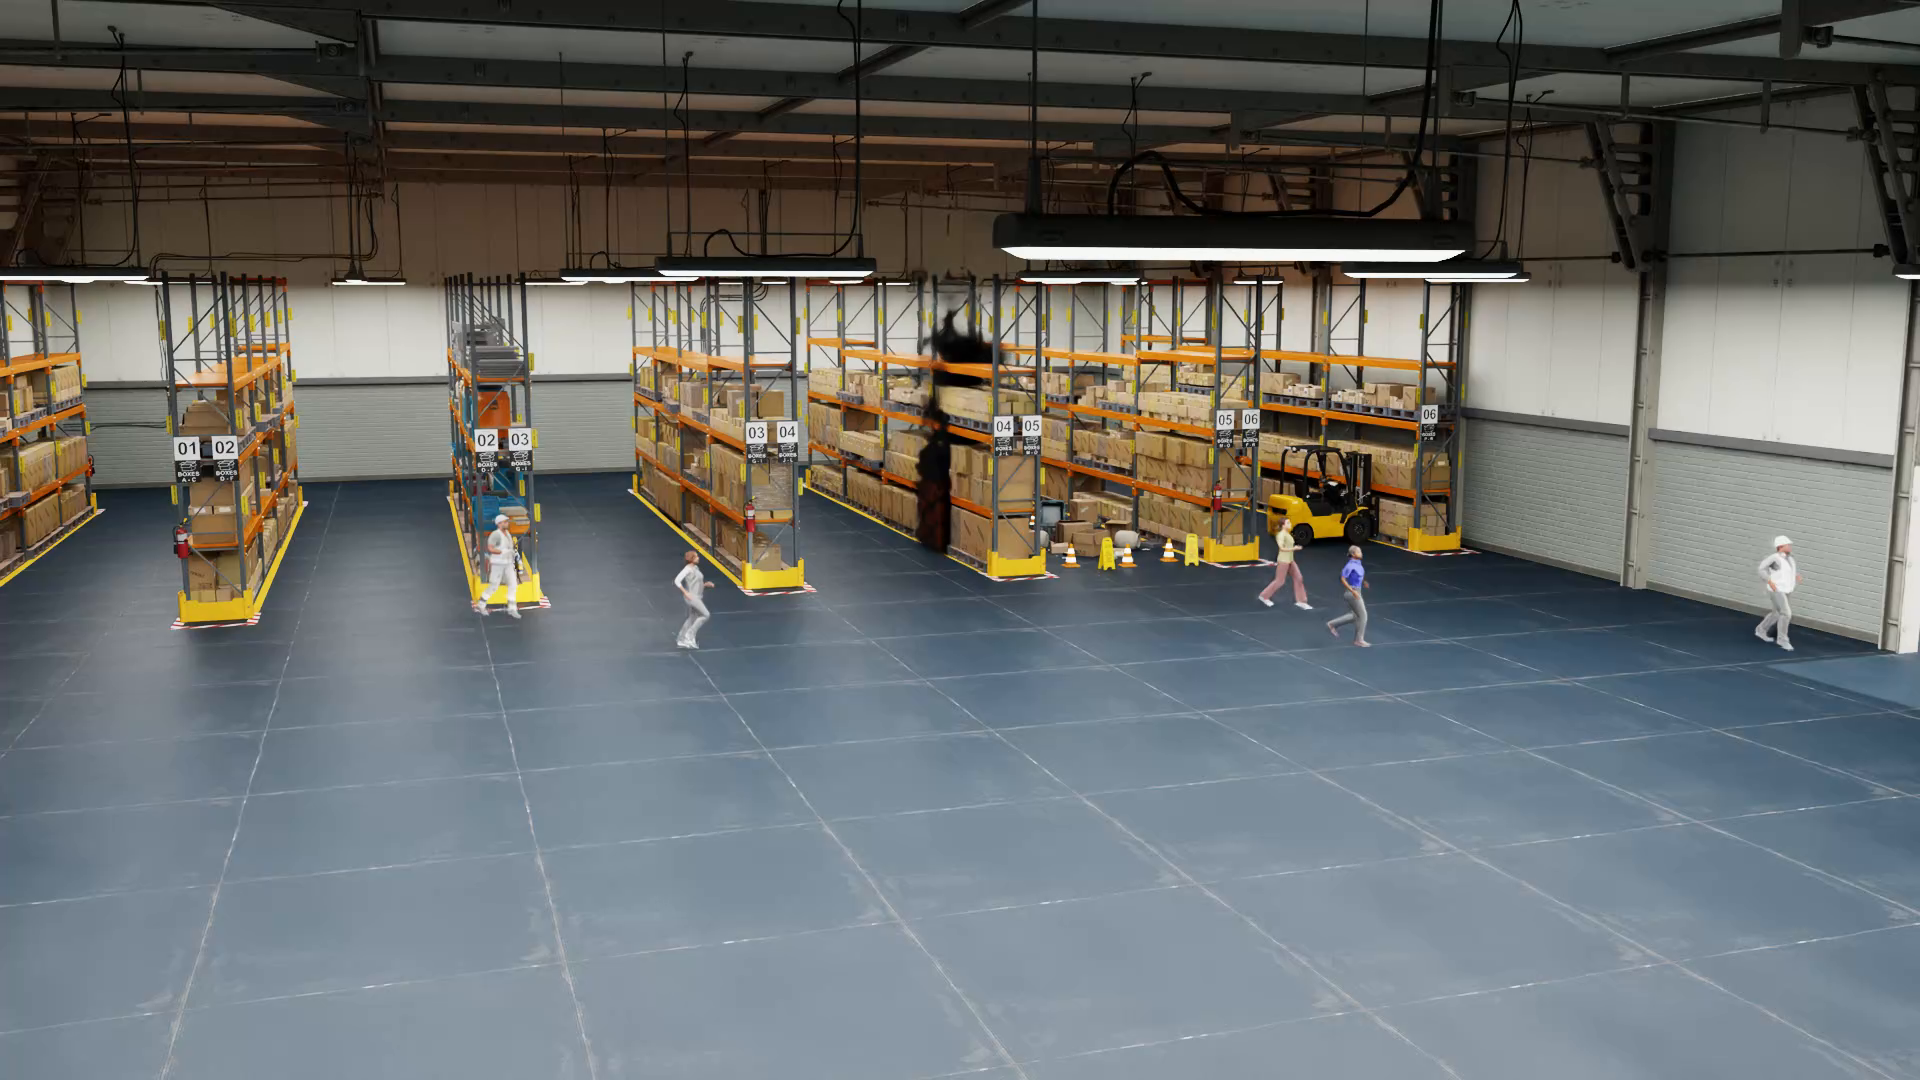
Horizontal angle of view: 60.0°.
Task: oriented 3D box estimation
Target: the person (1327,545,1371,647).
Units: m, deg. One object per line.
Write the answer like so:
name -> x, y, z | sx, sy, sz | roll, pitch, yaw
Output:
person -> 6.309, 0.900, 26.854 | 0.707, 1.638, 0.576 | 3, 9, 21

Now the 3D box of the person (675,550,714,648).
person -> -4.233, 0.941, 26.528 | 0.635, 1.563, 0.509 | 0, 9, 2

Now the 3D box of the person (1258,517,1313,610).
person -> 5.855, 0.408, 29.815 | 0.965, 1.668, 0.578 | 5, 10, 28

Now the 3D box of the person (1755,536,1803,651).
person -> 13.158, 0.838, 26.707 | 0.661, 1.823, 0.726 | -6, 11, -36

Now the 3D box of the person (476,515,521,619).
person -> -8.017, 0.450, 29.069 | 0.905, 1.793, 0.683 | 3, 9, 20
